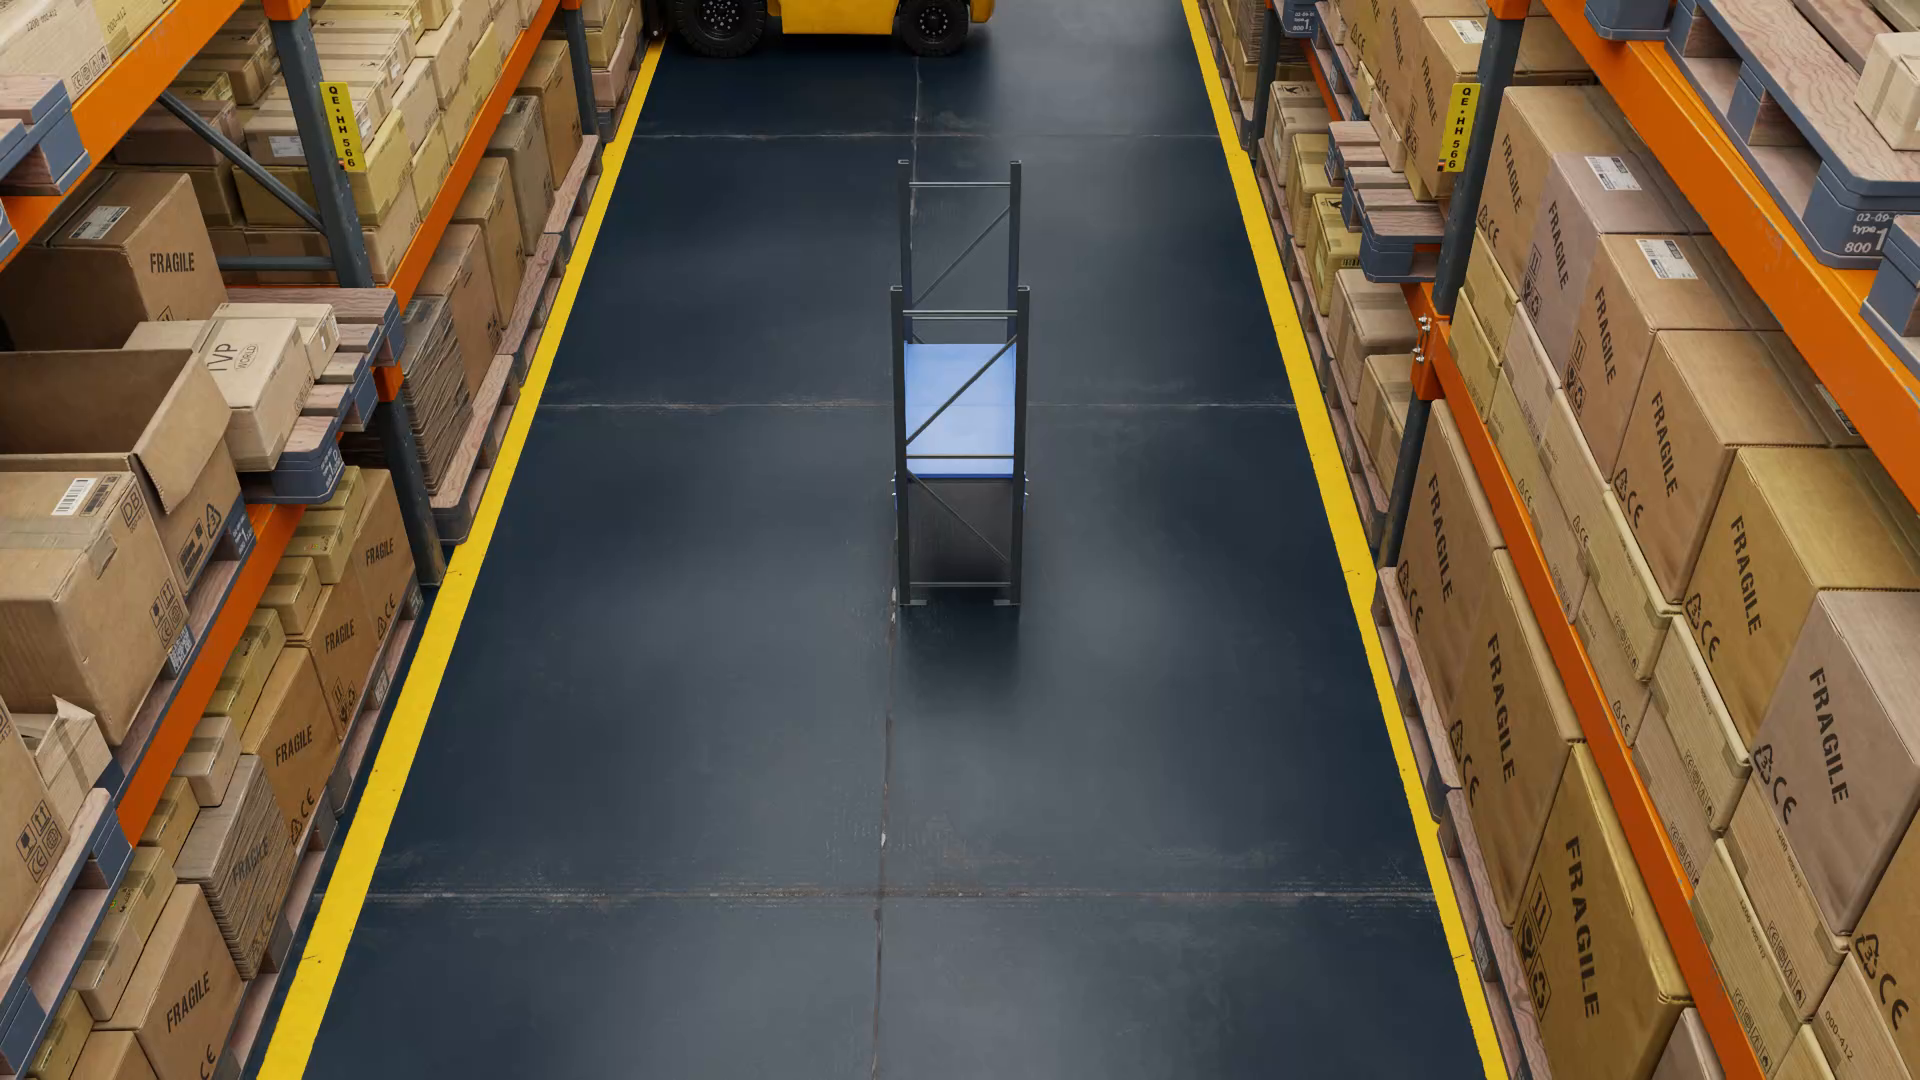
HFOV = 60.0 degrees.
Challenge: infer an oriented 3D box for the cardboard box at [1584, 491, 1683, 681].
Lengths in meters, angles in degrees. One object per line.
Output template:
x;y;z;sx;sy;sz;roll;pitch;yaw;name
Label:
2.004;0.119;4.423;0.500;0.250;0.500;1;39;1;cardboard box

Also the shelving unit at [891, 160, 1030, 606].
0.000;-0.639;6.848;0.538;1.500;1.048;0;39;0;shelving unit

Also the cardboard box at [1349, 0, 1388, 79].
1.984;-2.256;7.012;0.500;0.500;0.500;-3;39;-3;cardboard box

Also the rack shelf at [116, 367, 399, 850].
-2.686;0.524;4.773;1.077;0.370;4.000;0;39;0;rack shelf

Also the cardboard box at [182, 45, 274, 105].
-2.942;-1.829;6.535;0.380;0.149;0.250;0;39;0;cardboard box

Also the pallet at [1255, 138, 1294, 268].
2.273;-1.940;9.502;1.003;0.211;1.213;0;39;0;pallet

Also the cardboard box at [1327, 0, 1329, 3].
1.982;-2.741;8.137;0.380;0.149;0.250;1;39;1;cardboard box

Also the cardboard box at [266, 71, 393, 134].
-2.395;-1.666;6.332;0.380;0.149;0.250;1;39;1;cardboard box

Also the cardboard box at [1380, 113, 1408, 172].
1.922;-1.609;6.725;0.380;0.149;0.250;0;39;0;cardboard box

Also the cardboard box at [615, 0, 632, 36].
-2.387;-3.413;10.573;0.500;0.250;0.500;0;39;0;cardboard box

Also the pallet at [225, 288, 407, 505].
-2.617;-0.509;5.640;1.213;0.211;1.003;0;39;0;pallet

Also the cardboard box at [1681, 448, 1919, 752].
2.040;0.139;3.799;0.500;0.500;0.500;1;39;1;cardboard box

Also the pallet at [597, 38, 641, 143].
-2.652;-2.918;10.723;1.003;0.211;1.213;0;39;0;pallet

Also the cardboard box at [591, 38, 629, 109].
-2.362;-2.903;10.337;0.500;0.250;0.500;0;39;0;cardboard box

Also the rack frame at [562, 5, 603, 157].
-2.693;-3.509;9.230;1.000;3.000;0.127;0;39;0;rack frame

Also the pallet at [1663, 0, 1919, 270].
2.334;-1.009;3.862;1.003;0.211;1.213;2;39;2;pallet

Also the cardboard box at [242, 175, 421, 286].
-2.444;-1.227;6.502;0.500;0.250;0.500;0;39;0;cardboard box

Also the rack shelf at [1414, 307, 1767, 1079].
2.278;0.518;4.781;1.077;0.370;4.000;0;39;0;rack shelf

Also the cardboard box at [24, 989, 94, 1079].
-2.521;1.323;4.345;0.380;0.149;0.250;-1;39;-1;cardboard box

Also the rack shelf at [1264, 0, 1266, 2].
2.269;-4.485;11.023;1.077;0.370;4.000;0;39;0;rack shelf

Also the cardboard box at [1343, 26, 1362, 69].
1.959;-2.253;7.528;0.380;0.149;0.250;-1;39;-1;cardboard box

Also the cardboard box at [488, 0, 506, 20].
-2.434;-2.697;7.938;0.500;0.250;0.500;1;39;1;cardboard box

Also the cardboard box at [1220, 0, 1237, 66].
1.991;-3.309;10.843;0.500;0.250;0.500;-1;39;-1;cardboard box

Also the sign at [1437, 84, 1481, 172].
1.733;-1.428;5.771;0.100;0.325;0.005;0;39;0;sign

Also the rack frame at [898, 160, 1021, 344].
-0.001;-0.956;7.244;0.500;1.500;0.032;0;39;0;rack frame

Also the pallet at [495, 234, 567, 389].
-2.648;-1.196;8.573;1.003;0.211;1.213;0;39;0;pallet

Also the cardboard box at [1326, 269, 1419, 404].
2.276;-0.967;7.823;0.950;0.372;0.625;-1;39;-1;cardboard box

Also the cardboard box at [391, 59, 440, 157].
-2.444;-1.735;6.737;0.500;0.250;0.500;1;39;1;cardboard box

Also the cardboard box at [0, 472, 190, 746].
-2.462;0.173;4.219;0.700;0.500;0.500;0;39;0;cardboard box

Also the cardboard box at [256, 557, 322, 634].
-2.447;0.195;5.753;0.380;0.149;0.250;-1;39;-2;cardboard box

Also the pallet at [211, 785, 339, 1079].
-2.726;1.308;5.449;1.003;0.211;1.213;0;39;0;pallet

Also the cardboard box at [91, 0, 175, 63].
-2.443;-1.485;4.425;0.500;0.250;0.500;0;39;0;cardboard box

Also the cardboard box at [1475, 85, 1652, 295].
2.032;-1.134;5.387;0.500;0.500;0.500;-1;39;-2;cardboard box

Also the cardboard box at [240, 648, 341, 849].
-2.479;0.708;5.631;0.500;0.500;0.500;2;39;2;cardboard box

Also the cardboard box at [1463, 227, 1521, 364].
2.029;-0.833;5.611;0.500;0.250;0.500;0;39;0;cardboard box

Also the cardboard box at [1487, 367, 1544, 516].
2.043;-0.328;5.380;0.500;0.250;0.500;-1;39;-1;cardboard box

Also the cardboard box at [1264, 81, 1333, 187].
2.274;-2.326;9.519;0.950;0.372;0.625;0;39;1;cardboard box

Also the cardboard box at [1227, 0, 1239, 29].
2.000;-3.586;10.590;0.500;0.500;0.500;1;39;1;cardboard box

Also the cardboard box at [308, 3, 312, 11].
-3.018;-2.302;7.125;0.380;0.149;0.250;-1;39;-1;cardboard box

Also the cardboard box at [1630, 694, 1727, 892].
2.047;0.632;4.183;0.500;0.250;0.500;-1;39;-1;cardboard box

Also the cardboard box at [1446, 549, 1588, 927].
2.190;0.641;5.414;0.875;0.875;0.875;0;39;1;cardboard box

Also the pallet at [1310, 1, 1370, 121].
2.232;-2.177;7.721;1.003;0.211;1.213;0;39;0;pallet

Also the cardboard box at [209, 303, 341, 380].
-2.304;-0.663;5.544;0.380;0.149;0.250;1;39;1;cardboard box

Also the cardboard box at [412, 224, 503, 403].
-2.684;-1.044;7.717;0.875;0.625;0.625;1;39;1;cardboard box

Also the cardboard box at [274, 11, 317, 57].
-2.967;-2.058;7.140;0.500;0.250;0.500;0;39;0;cardboard box

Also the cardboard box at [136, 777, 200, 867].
-2.511;0.842;4.945;0.380;0.149;0.250;0;39;0;cardboard box

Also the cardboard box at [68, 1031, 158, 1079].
-2.469;1.670;4.431;0.500;0.500;0.500;-1;39;-1;cardboard box

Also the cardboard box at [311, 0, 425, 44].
-2.464;-2.148;6.933;0.380;0.149;0.250;0;39;0;cardboard box

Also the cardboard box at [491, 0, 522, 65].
-2.454;-2.511;8.104;0.500;0.250;0.500;0;39;0;cardboard box
